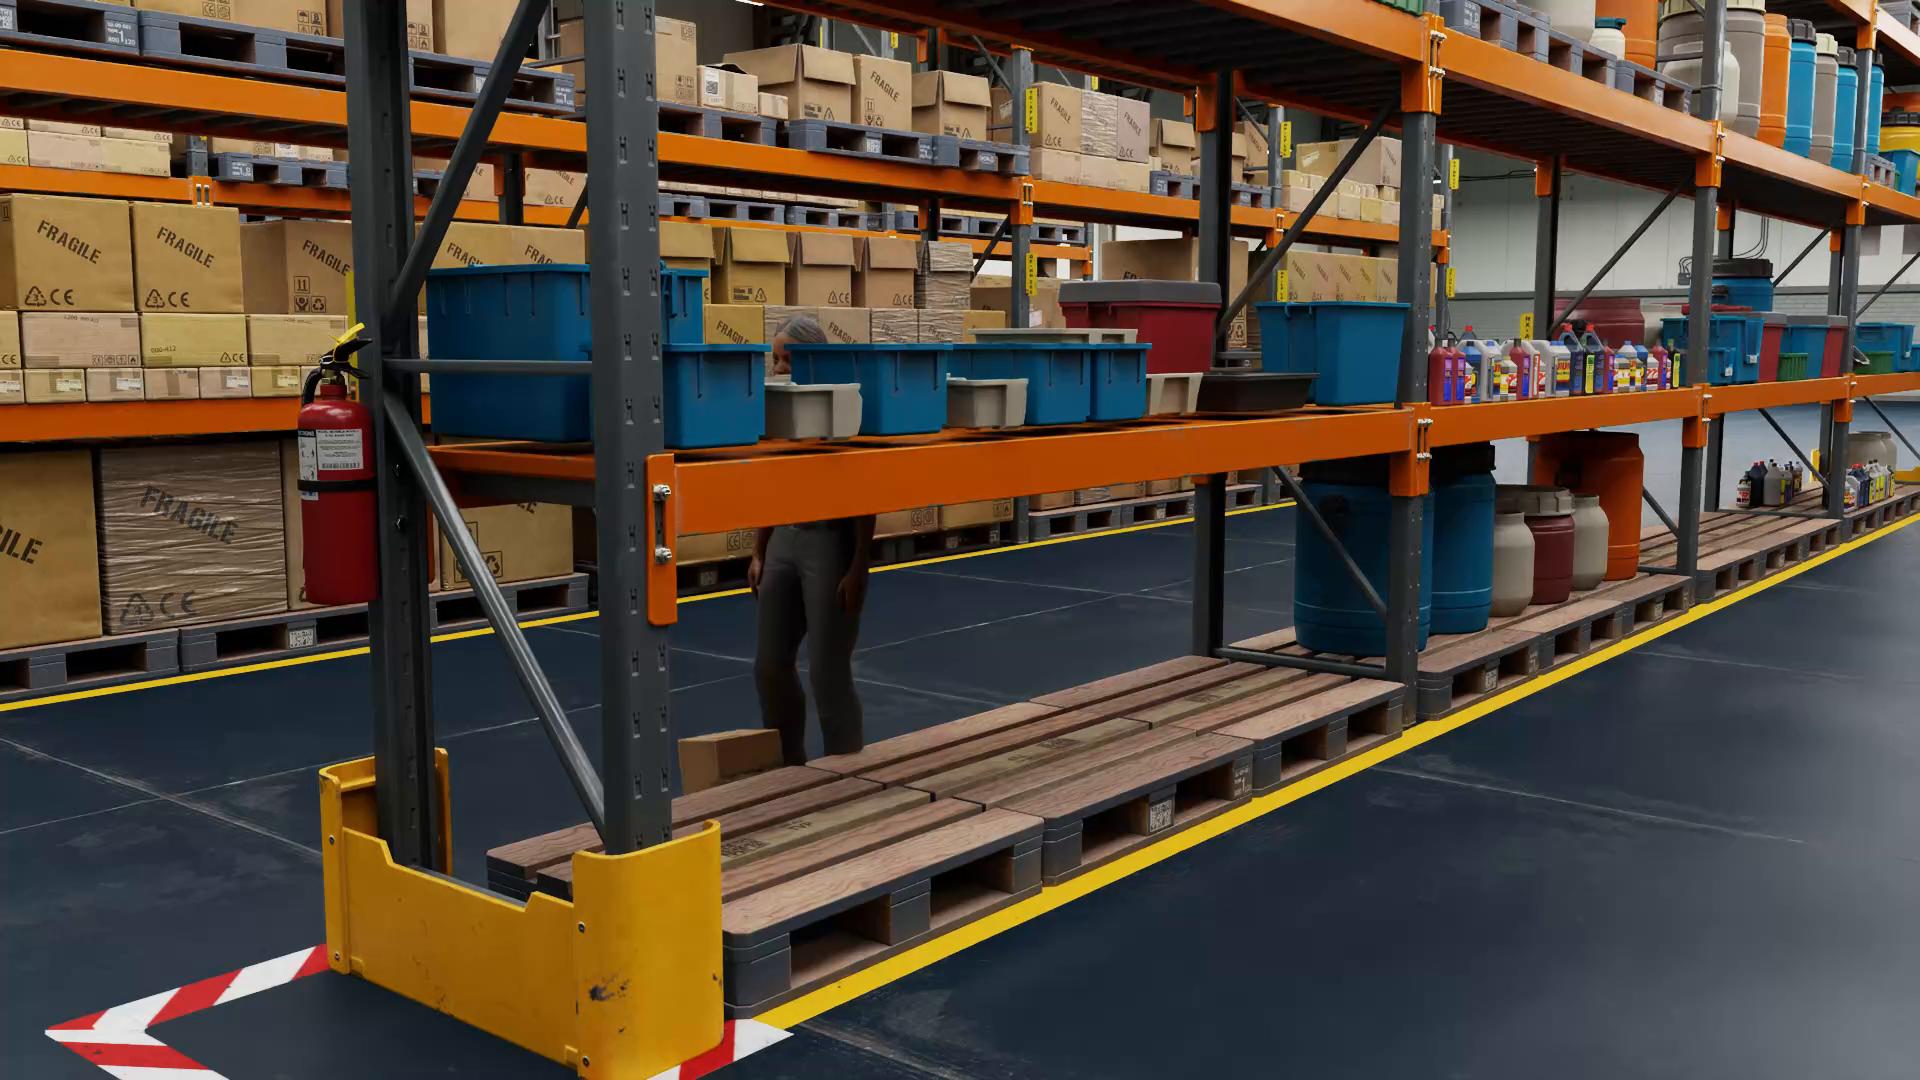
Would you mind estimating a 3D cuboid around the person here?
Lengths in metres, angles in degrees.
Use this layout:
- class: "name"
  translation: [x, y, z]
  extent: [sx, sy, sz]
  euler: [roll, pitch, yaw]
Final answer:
- class: "person"
  translation: [-0.508, 0.086, 5.543]
  extent: [0.511, 1.654, 0.346]
  euler: [5, 8, 36]
